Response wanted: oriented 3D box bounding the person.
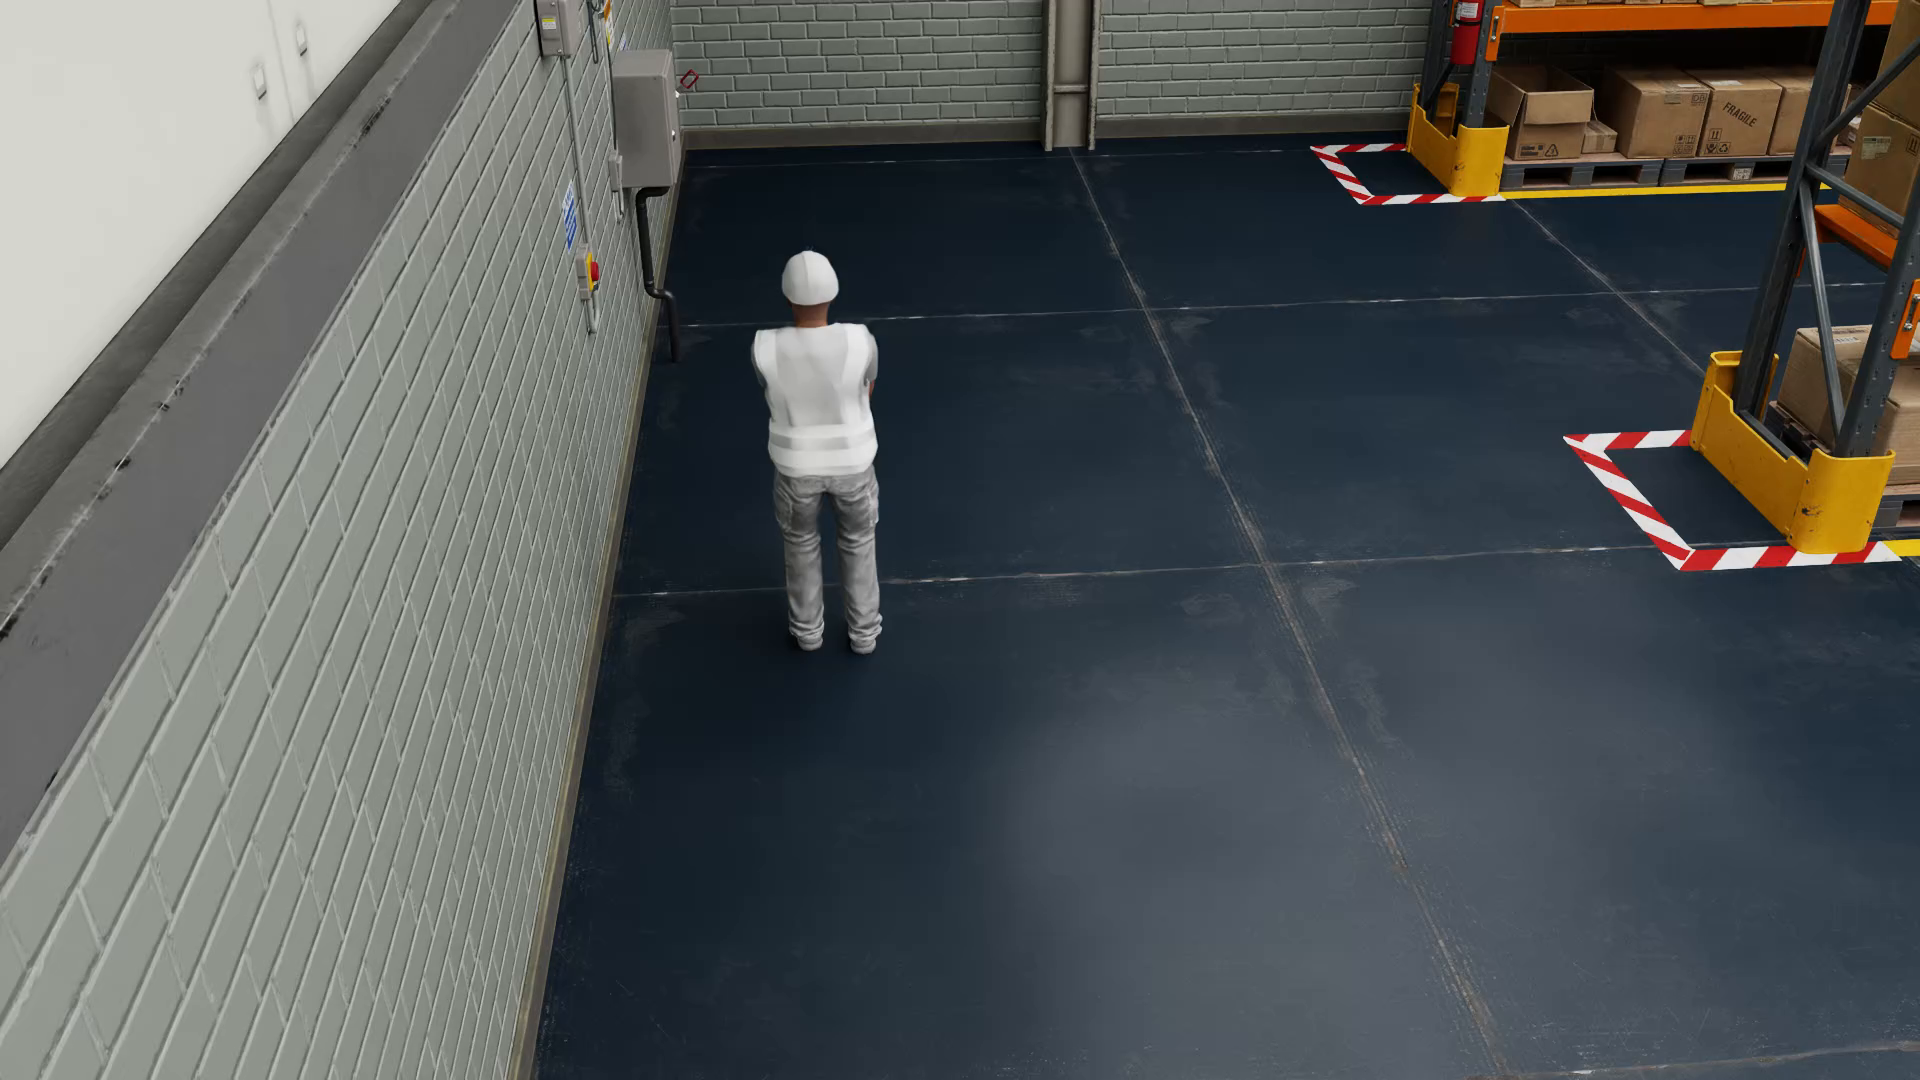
[{"bbox_3d":[-0.567,-0.373,6.740,0.488,1.780,0.565,-2,31,-4],"label":"person"}]
